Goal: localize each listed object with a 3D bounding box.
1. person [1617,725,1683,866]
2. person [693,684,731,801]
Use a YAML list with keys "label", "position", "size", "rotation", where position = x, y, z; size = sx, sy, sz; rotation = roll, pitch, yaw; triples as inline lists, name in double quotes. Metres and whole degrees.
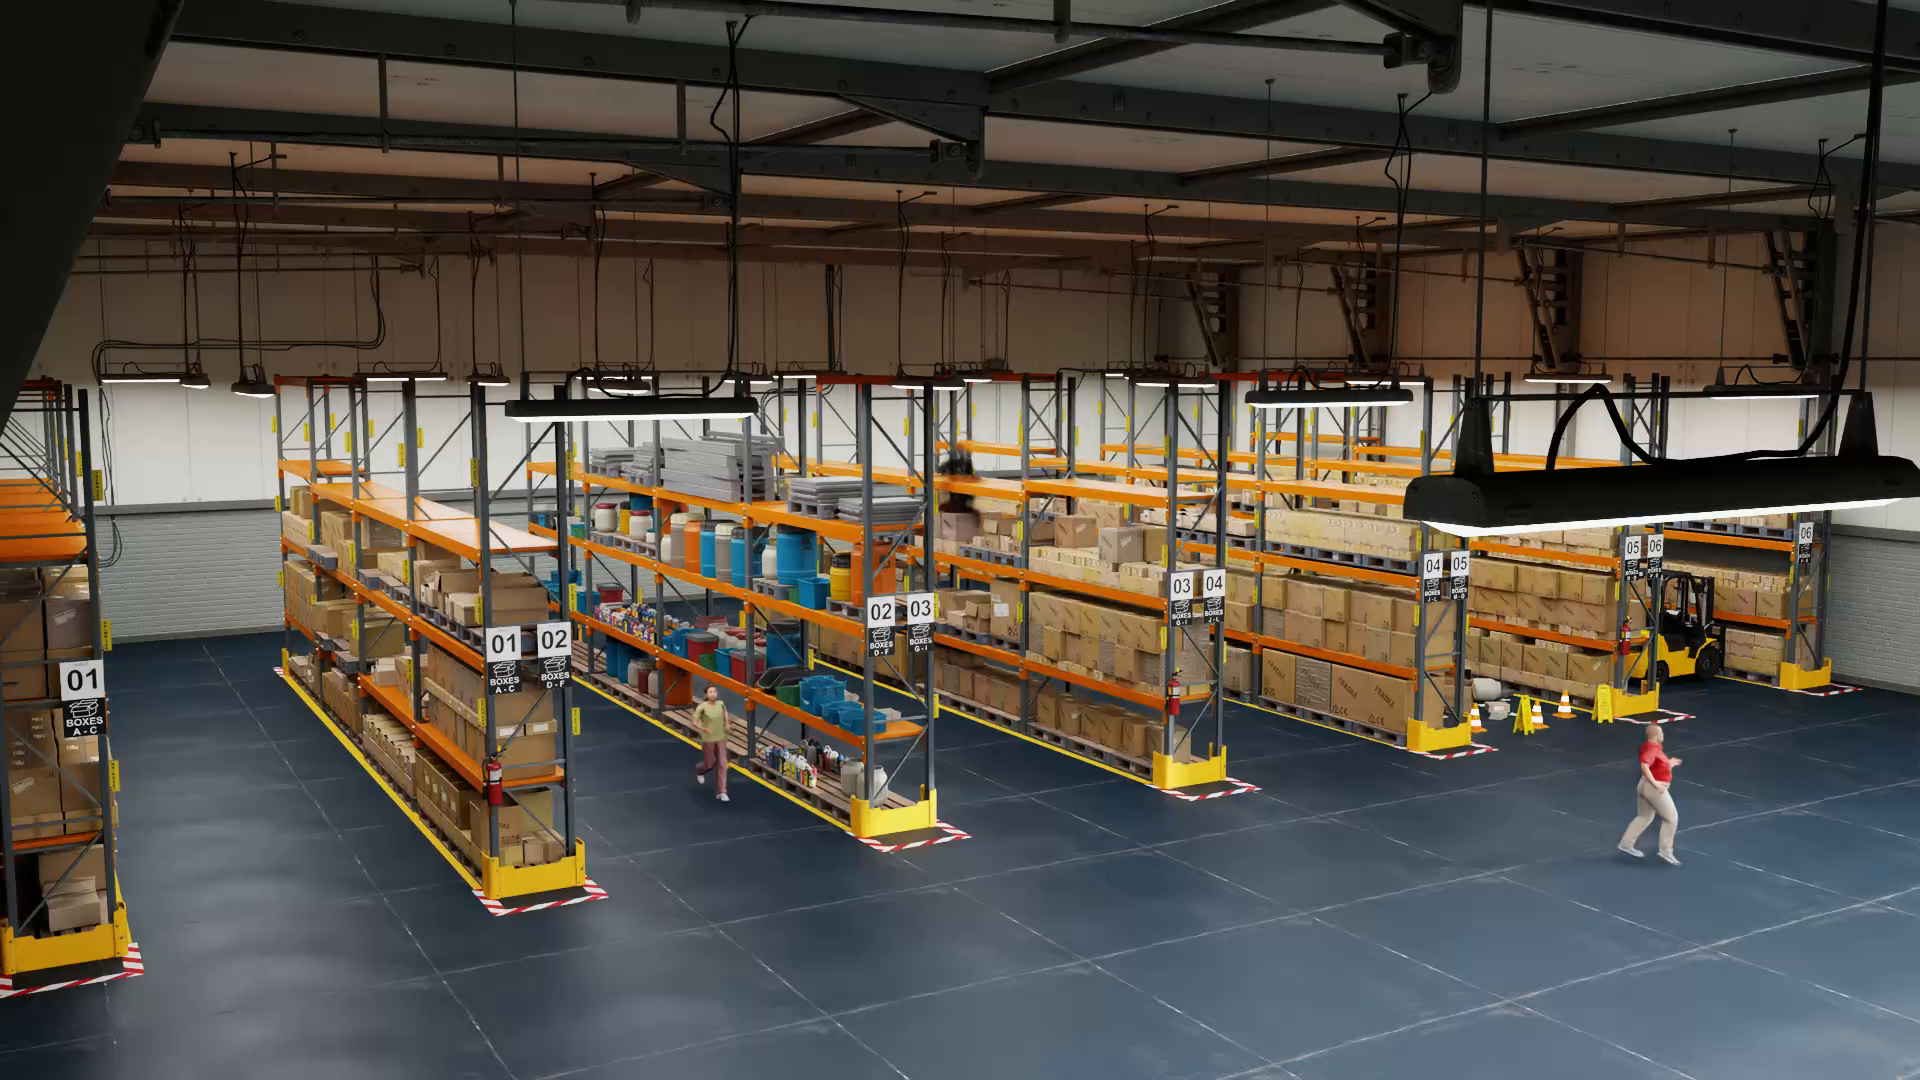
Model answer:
- label: "person"
  position: [8.693, 3.198, 20.856]
  size: [0.748, 1.791, 0.643]
  rotation: [0, 6, -1]
- label: "person"
  position: [-3.554, 2.886, 23.995]
  size: [0.592, 1.633, 0.970]
  rotation: [-4, 7, -30]
